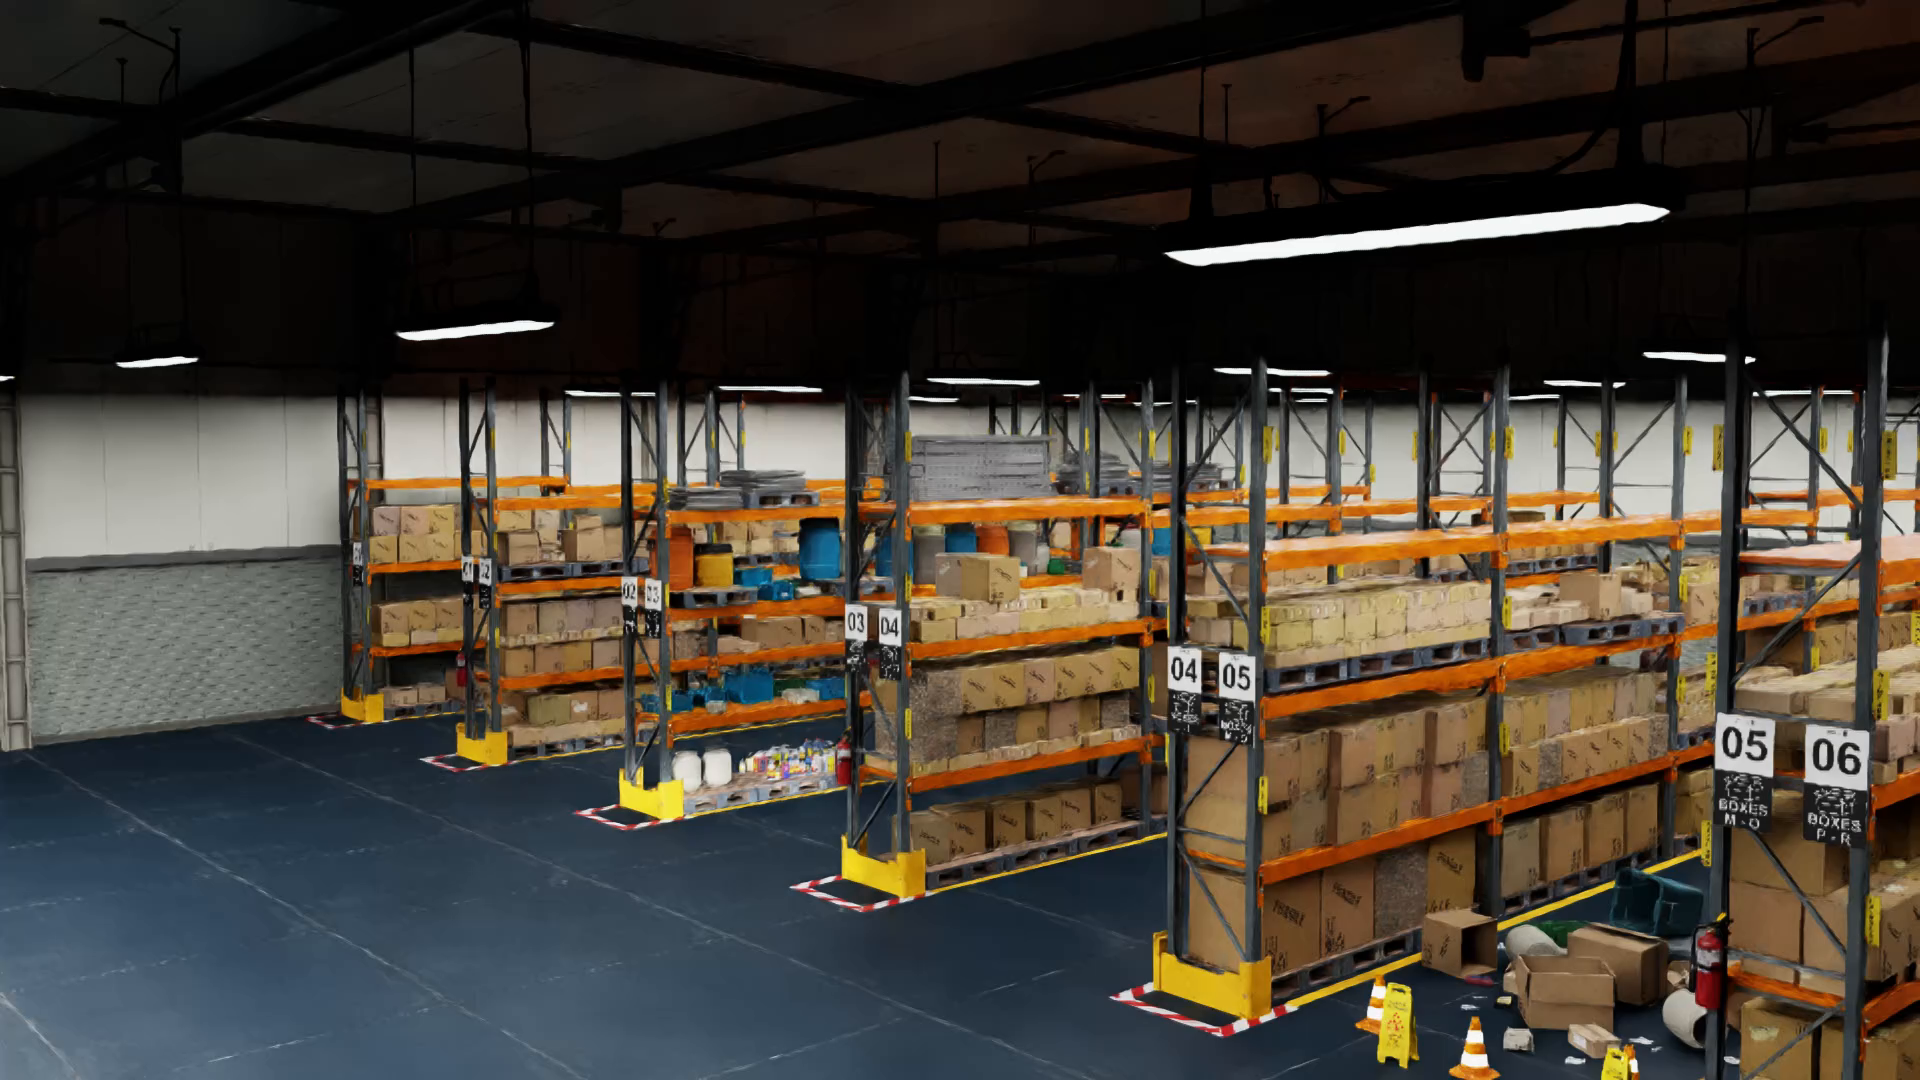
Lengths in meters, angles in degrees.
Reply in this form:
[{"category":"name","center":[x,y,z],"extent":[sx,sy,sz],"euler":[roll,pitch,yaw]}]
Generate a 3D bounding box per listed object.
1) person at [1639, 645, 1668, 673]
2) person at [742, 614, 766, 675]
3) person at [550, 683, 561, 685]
[{"category":"person","center":[11.800,2.444,28.237],"extent":[1.192,1.698,0.598],"euler":[-3,5,-40]},{"category":"person","center":[-3.959,2.208,32.037],"extent":[0.574,1.726,0.677],"euler":[-4,5,-44]},{"category":"person","center":[-7.279,2.336,29.942],"extent":[0.692,1.722,0.846],"euler":[2,4,31]}]
